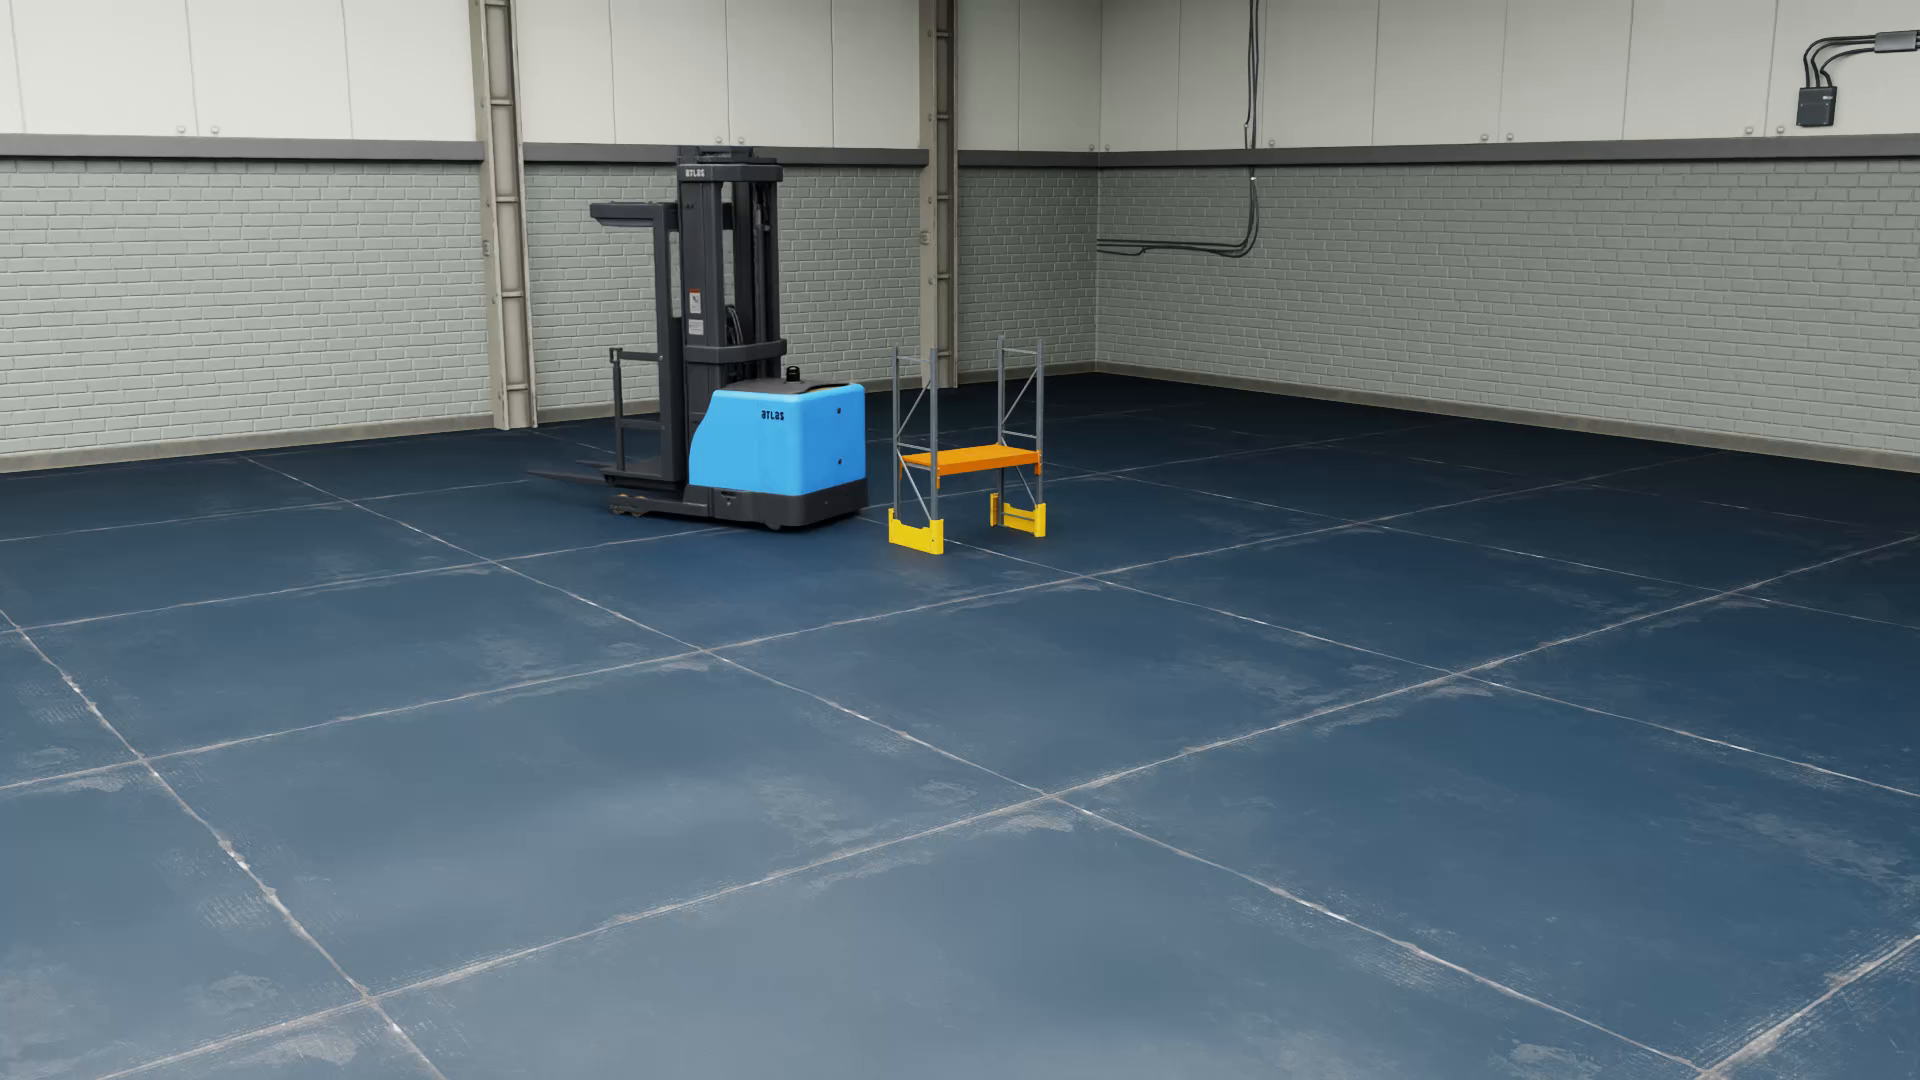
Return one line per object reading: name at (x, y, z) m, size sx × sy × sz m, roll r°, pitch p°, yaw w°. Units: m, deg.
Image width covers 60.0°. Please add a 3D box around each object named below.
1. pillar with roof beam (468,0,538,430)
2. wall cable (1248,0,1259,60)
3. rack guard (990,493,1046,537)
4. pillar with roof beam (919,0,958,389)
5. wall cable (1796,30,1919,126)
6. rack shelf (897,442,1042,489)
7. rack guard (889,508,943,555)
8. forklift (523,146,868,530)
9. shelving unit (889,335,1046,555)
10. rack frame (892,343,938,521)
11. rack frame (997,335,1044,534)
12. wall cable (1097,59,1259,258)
pillar with roof beam at (-2.273, -4.964, 14.343) m, size 0.400 × 9.000 × 9.100 m, roll -9°, pitch 15°, yaw -38°
wall cable at (4.540, -7.122, 19.819) m, size 0.112 × 2.526 × 3.097 m, roll -9°, pitch 15°, yaw -38°
rack guard at (0.448, -0.197, 12.954) m, size 0.087 × 0.250 × 0.587 m, roll -9°, pitch 15°, yaw -38°
pillar with roof beam at (2.413, -5.743, 18.009) m, size 0.400 × 9.000 × 9.100 m, roll -9°, pitch 15°, yaw -38°
wall cable at (8.768, -6.731, 14.473) m, size 0.169 × 6.003 × 2.305 m, roll -9°, pitch 15°, yaw -38°
rack shelf at (0.067, -0.569, 12.562) m, size 1.000 × 0.185 × 0.538 m, roll -9°, pitch 15°, yaw -38°
rack guard at (-0.329, -0.068, 12.345) m, size 0.087 × 0.250 × 0.587 m, roll -9°, pitch 15°, yaw -38°
forklift at (-2.288, -1.710, 13.626) m, size 3.031 × 2.935 × 1.130 m, roll 7°, pitch 14°, yaw 29°
shelving unit at (0.060, -0.744, 12.520) m, size 1.083 × 1.500 × 0.587 m, roll -9°, pitch 15°, yaw -38°
rack frame at (-0.330, -0.679, 12.214) m, size 0.032 × 1.500 × 0.500 m, roll -9°, pitch 15°, yaw -38°
rack frame at (0.464, -0.811, 12.836) m, size 0.032 × 1.500 × 0.500 m, roll -9°, pitch 15°, yaw -38°
wall cable at (2.850, -5.090, 22.410) m, size 0.112 × 2.526 × 3.097 m, roll -9°, pitch 15°, yaw -38°
